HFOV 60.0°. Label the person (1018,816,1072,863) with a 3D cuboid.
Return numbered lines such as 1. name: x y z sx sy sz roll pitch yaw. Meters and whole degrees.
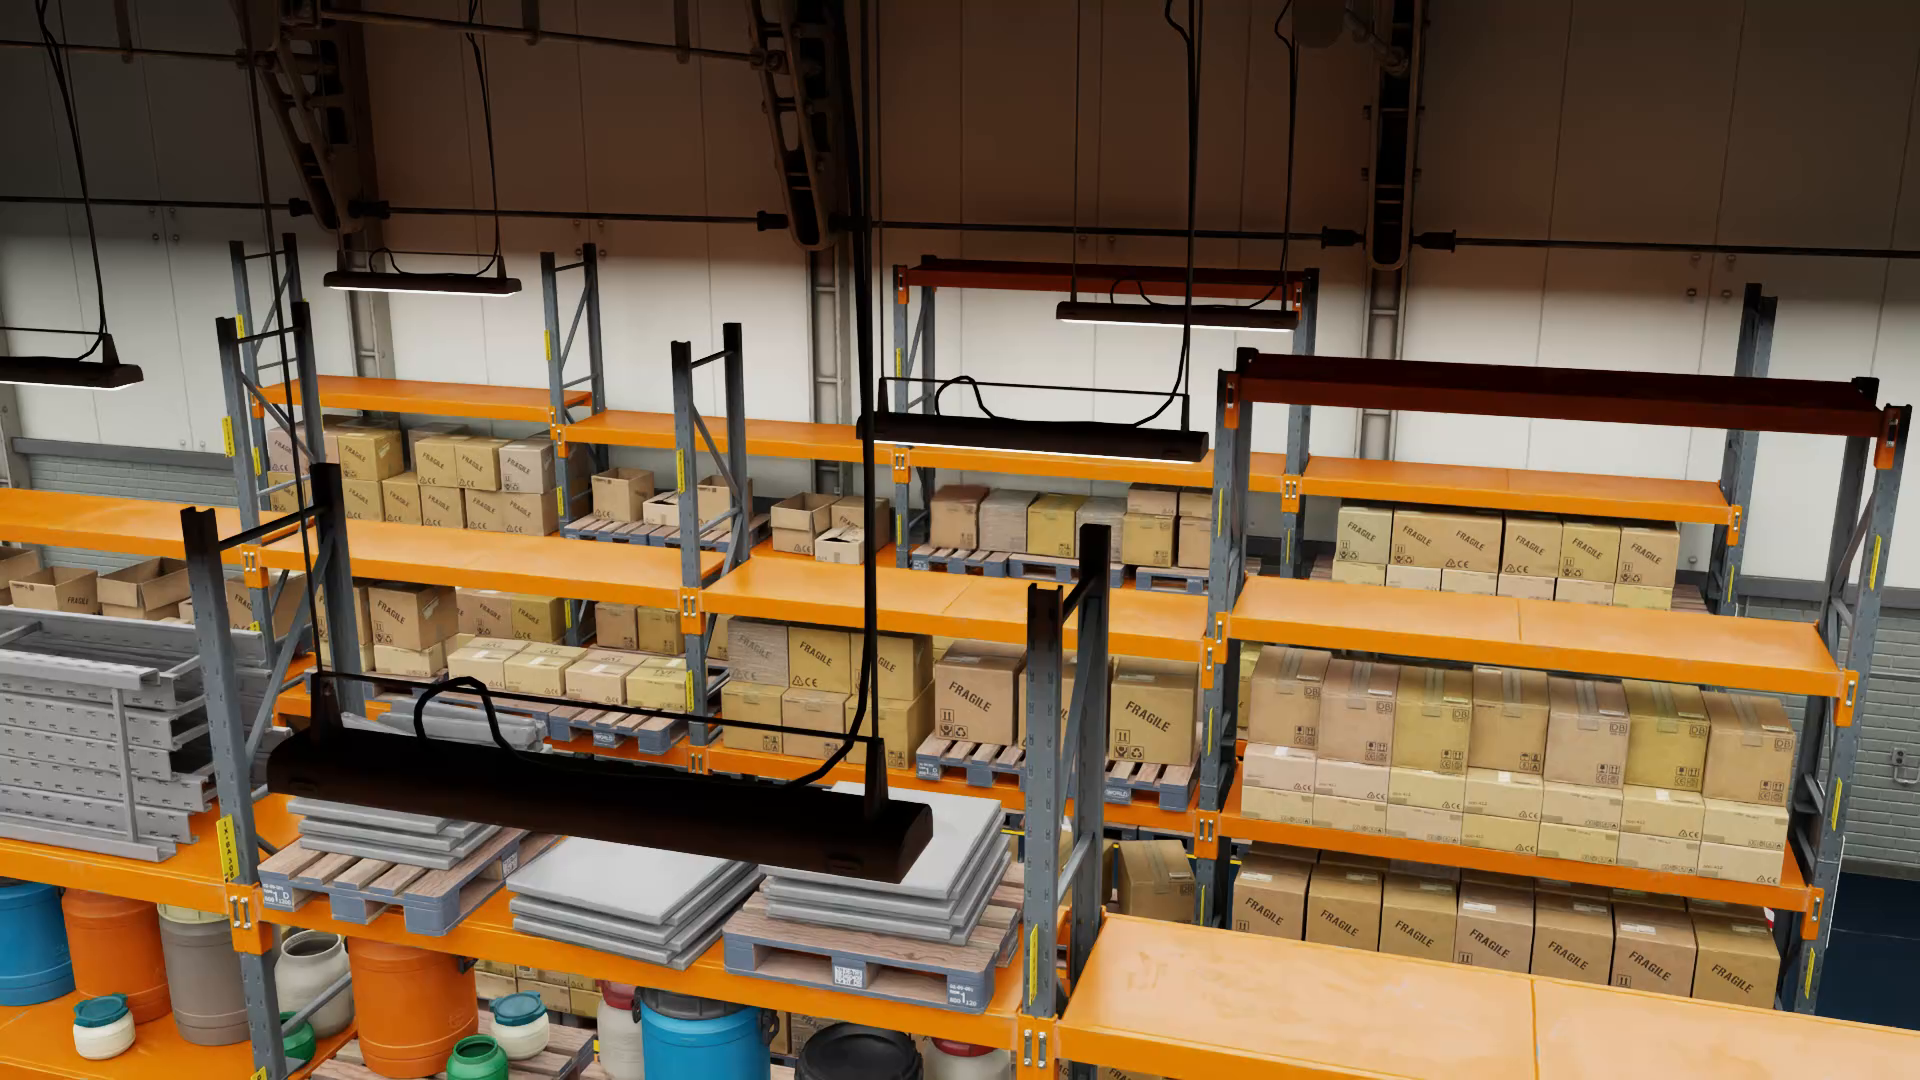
1. person: 0.859 2.776 15.712 0.708 1.634 0.671 7 18 24
